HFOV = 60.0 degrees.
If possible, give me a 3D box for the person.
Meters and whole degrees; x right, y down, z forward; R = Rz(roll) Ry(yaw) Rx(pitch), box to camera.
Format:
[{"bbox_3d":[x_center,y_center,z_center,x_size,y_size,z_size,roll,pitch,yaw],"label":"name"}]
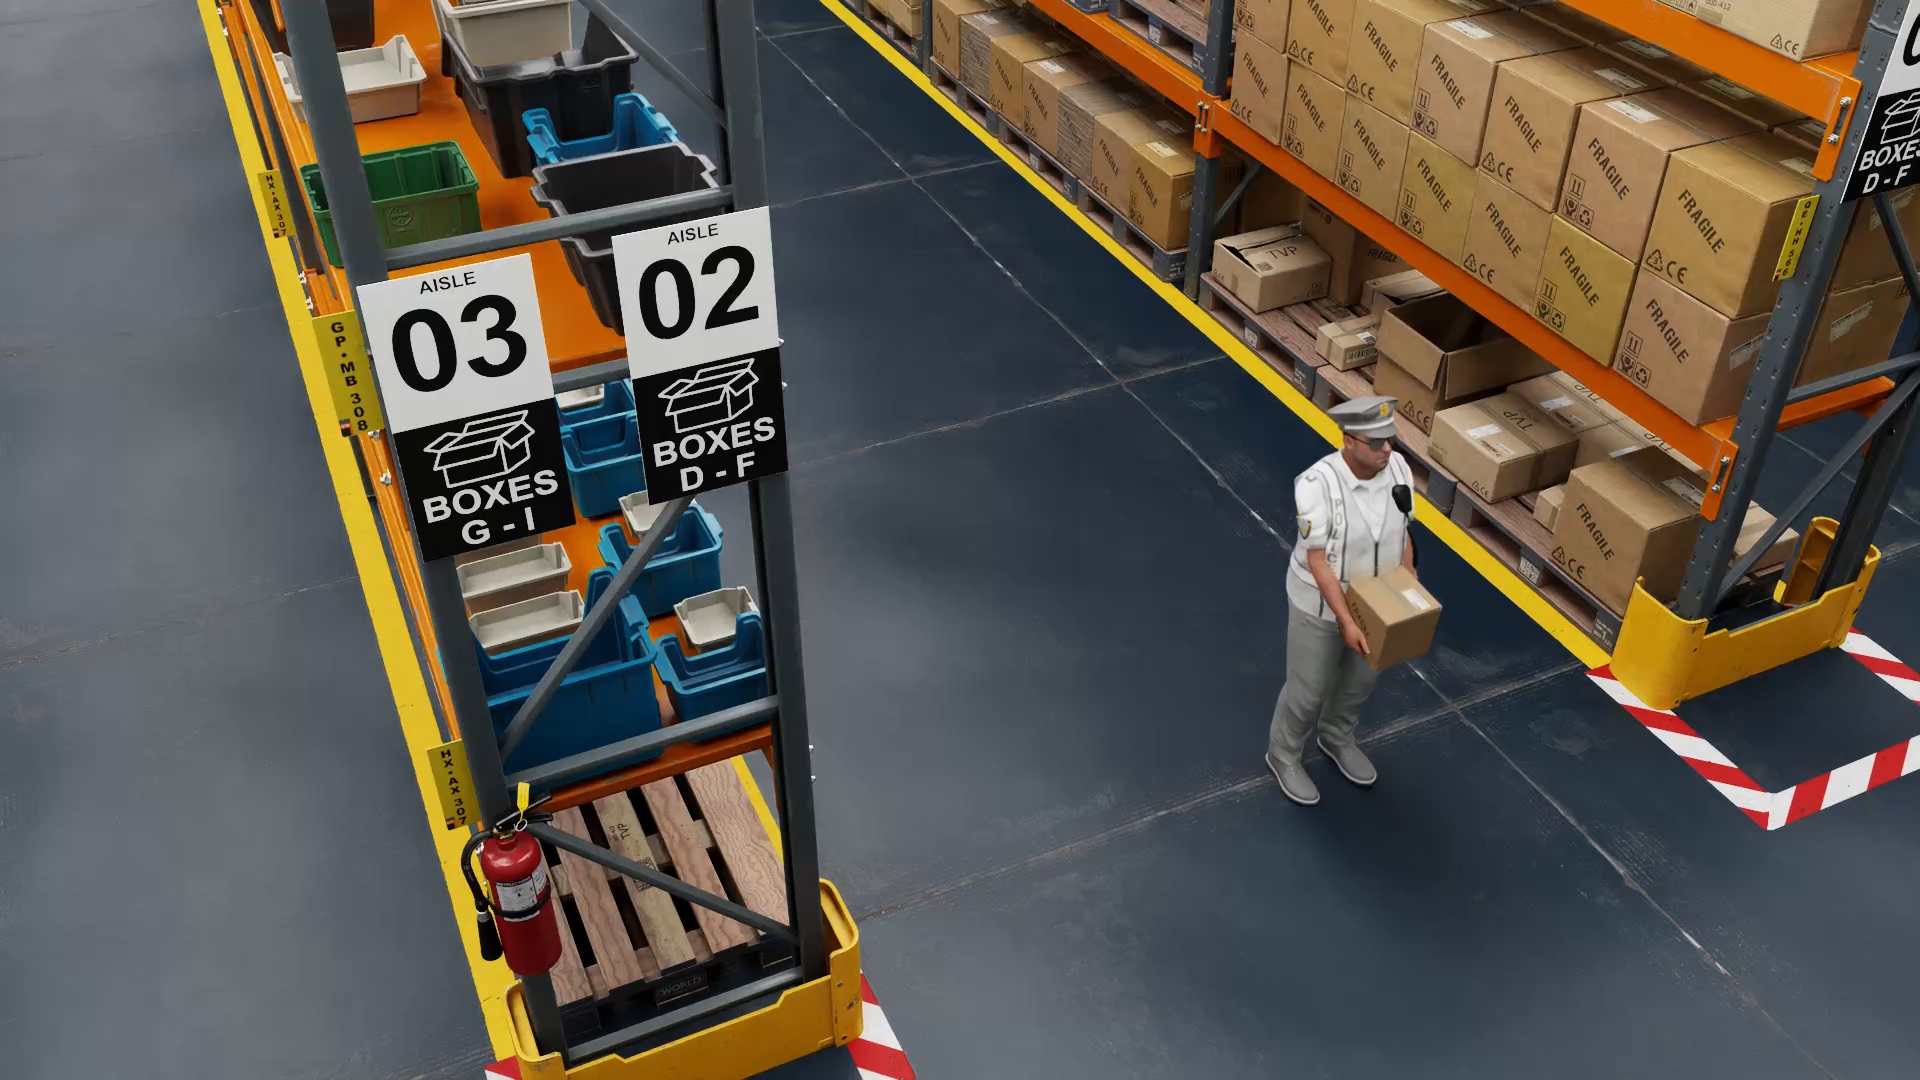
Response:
[{"bbox_3d":[1.547,0.256,6.484,0.503,1.780,0.555,-16,40,-20],"label":"person"}]
